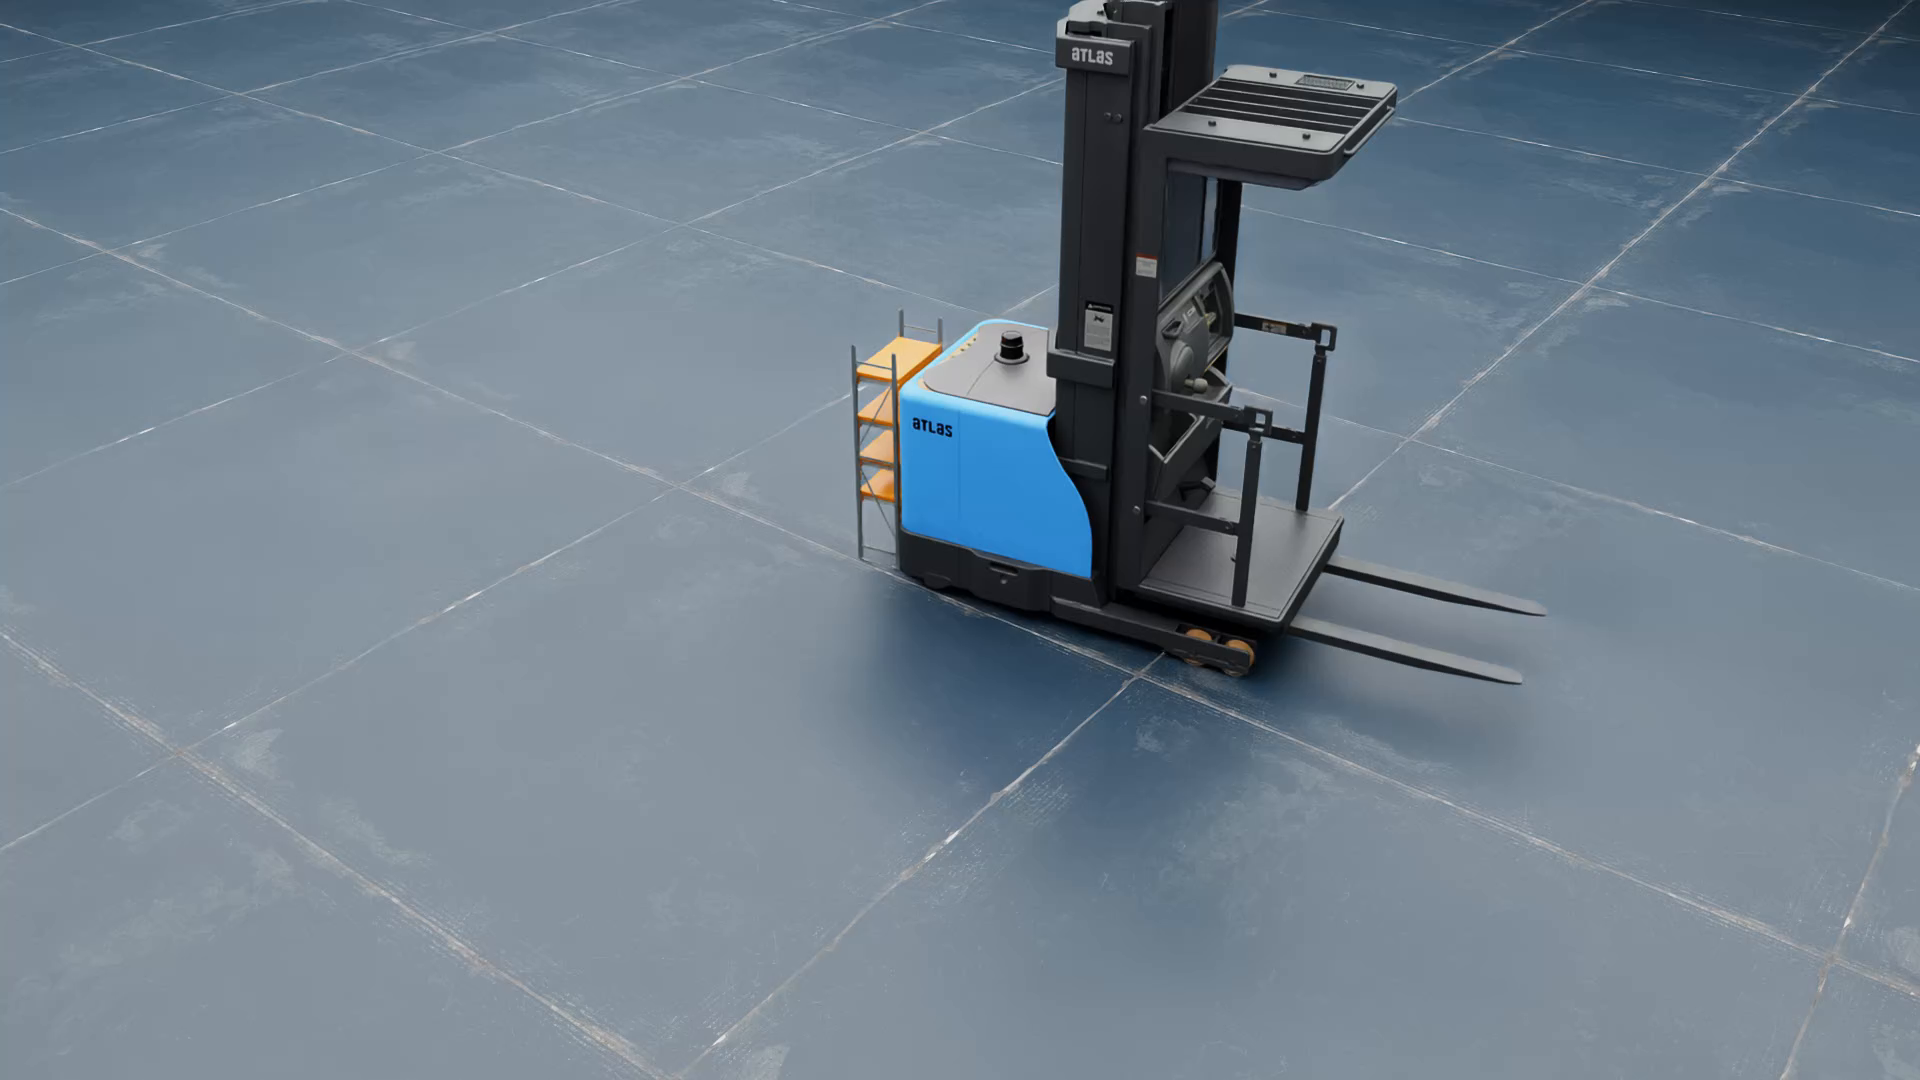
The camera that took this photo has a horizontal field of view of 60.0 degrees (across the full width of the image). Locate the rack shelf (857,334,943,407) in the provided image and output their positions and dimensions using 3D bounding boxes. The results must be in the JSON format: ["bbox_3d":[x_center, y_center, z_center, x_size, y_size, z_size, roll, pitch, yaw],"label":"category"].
[{"bbox_3d":[-0.305,-0.842,8.223,0.258,0.148,0.480,14,33,22],"label":"rack shelf"}]

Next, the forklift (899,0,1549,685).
[{"bbox_3d":[1.248,-0.941,7.463,3.031,2.935,1.130,14,34,23],"label":"forklift"}]

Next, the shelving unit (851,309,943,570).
[{"bbox_3d":[-0.305,-0.504,8.424,0.258,1.200,0.503,14,33,22],"label":"shelving unit"}]

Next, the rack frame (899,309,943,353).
[{"bbox_3d":[-0.197,-0.616,8.612,0.240,1.200,0.015,14,33,22],"label":"rack frame"}]

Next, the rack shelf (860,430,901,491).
[{"bbox_3d":[-0.305,-0.446,8.458,0.258,0.148,0.480,14,33,22],"label":"rack shelf"}]

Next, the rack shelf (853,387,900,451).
[{"bbox_3d":[-0.305,-0.639,8.344,0.258,0.148,0.480,14,33,22],"label":"rack shelf"}]

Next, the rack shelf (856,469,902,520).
[{"bbox_3d":[-0.305,-0.275,8.559,0.258,0.148,0.480,14,33,22],"label":"rack shelf"}]

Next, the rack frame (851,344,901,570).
[{"bbox_3d":[-0.413,-0.392,8.235,0.240,1.200,0.015,14,33,22],"label":"rack frame"}]
